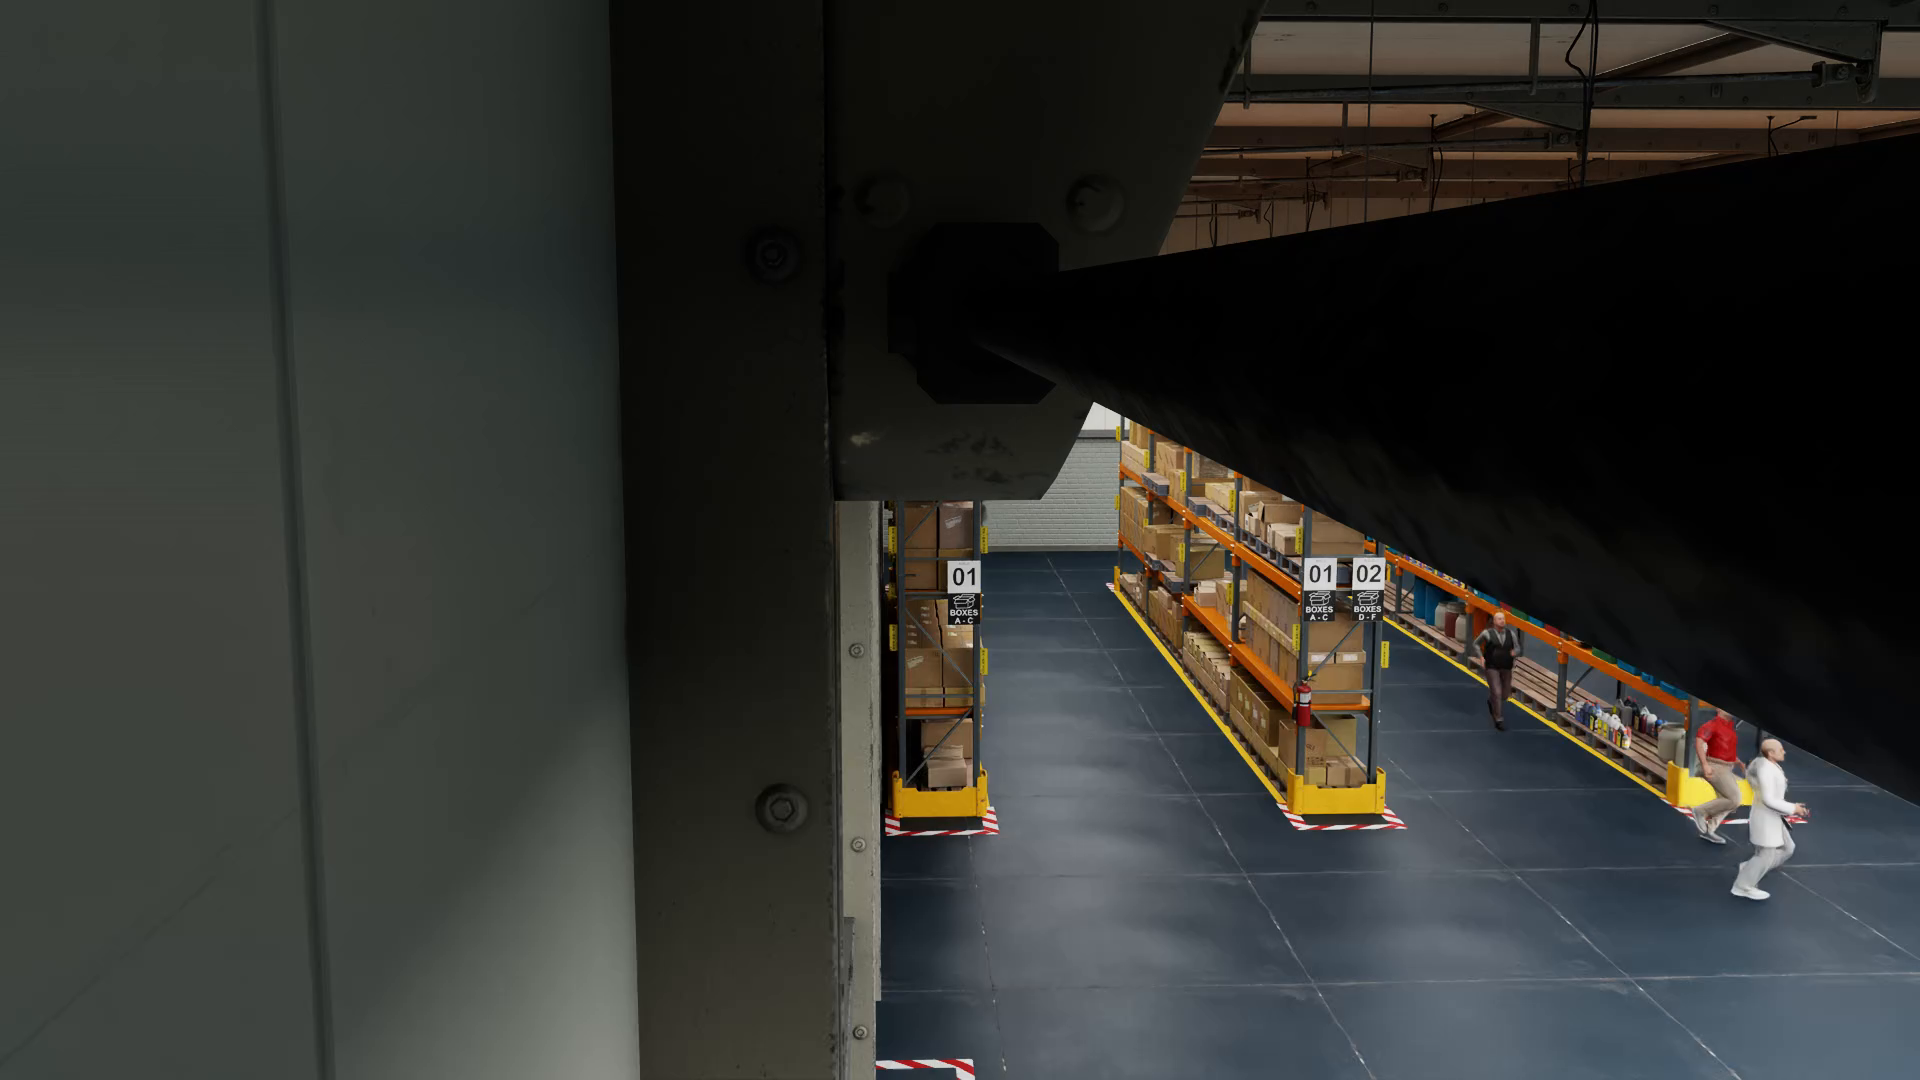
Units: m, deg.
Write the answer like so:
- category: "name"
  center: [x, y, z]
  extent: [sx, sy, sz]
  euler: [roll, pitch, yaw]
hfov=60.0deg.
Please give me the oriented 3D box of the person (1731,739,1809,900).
- category: "person"
  center: [8.567, 2.952, 17.547]
  extent: [0.680, 1.756, 0.747]
  euler: [4, 9, 27]

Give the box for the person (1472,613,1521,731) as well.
- category: "person"
  center: [8.008, 1.923, 24.776]
  extent: [0.666, 1.699, 0.930]
  euler: [-1, 8, -5]

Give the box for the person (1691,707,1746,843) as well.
- category: "person"
  center: [9.004, 2.710, 19.598]
  extent: [0.535, 1.646, 0.700]
  euler: [8, 11, 42]
